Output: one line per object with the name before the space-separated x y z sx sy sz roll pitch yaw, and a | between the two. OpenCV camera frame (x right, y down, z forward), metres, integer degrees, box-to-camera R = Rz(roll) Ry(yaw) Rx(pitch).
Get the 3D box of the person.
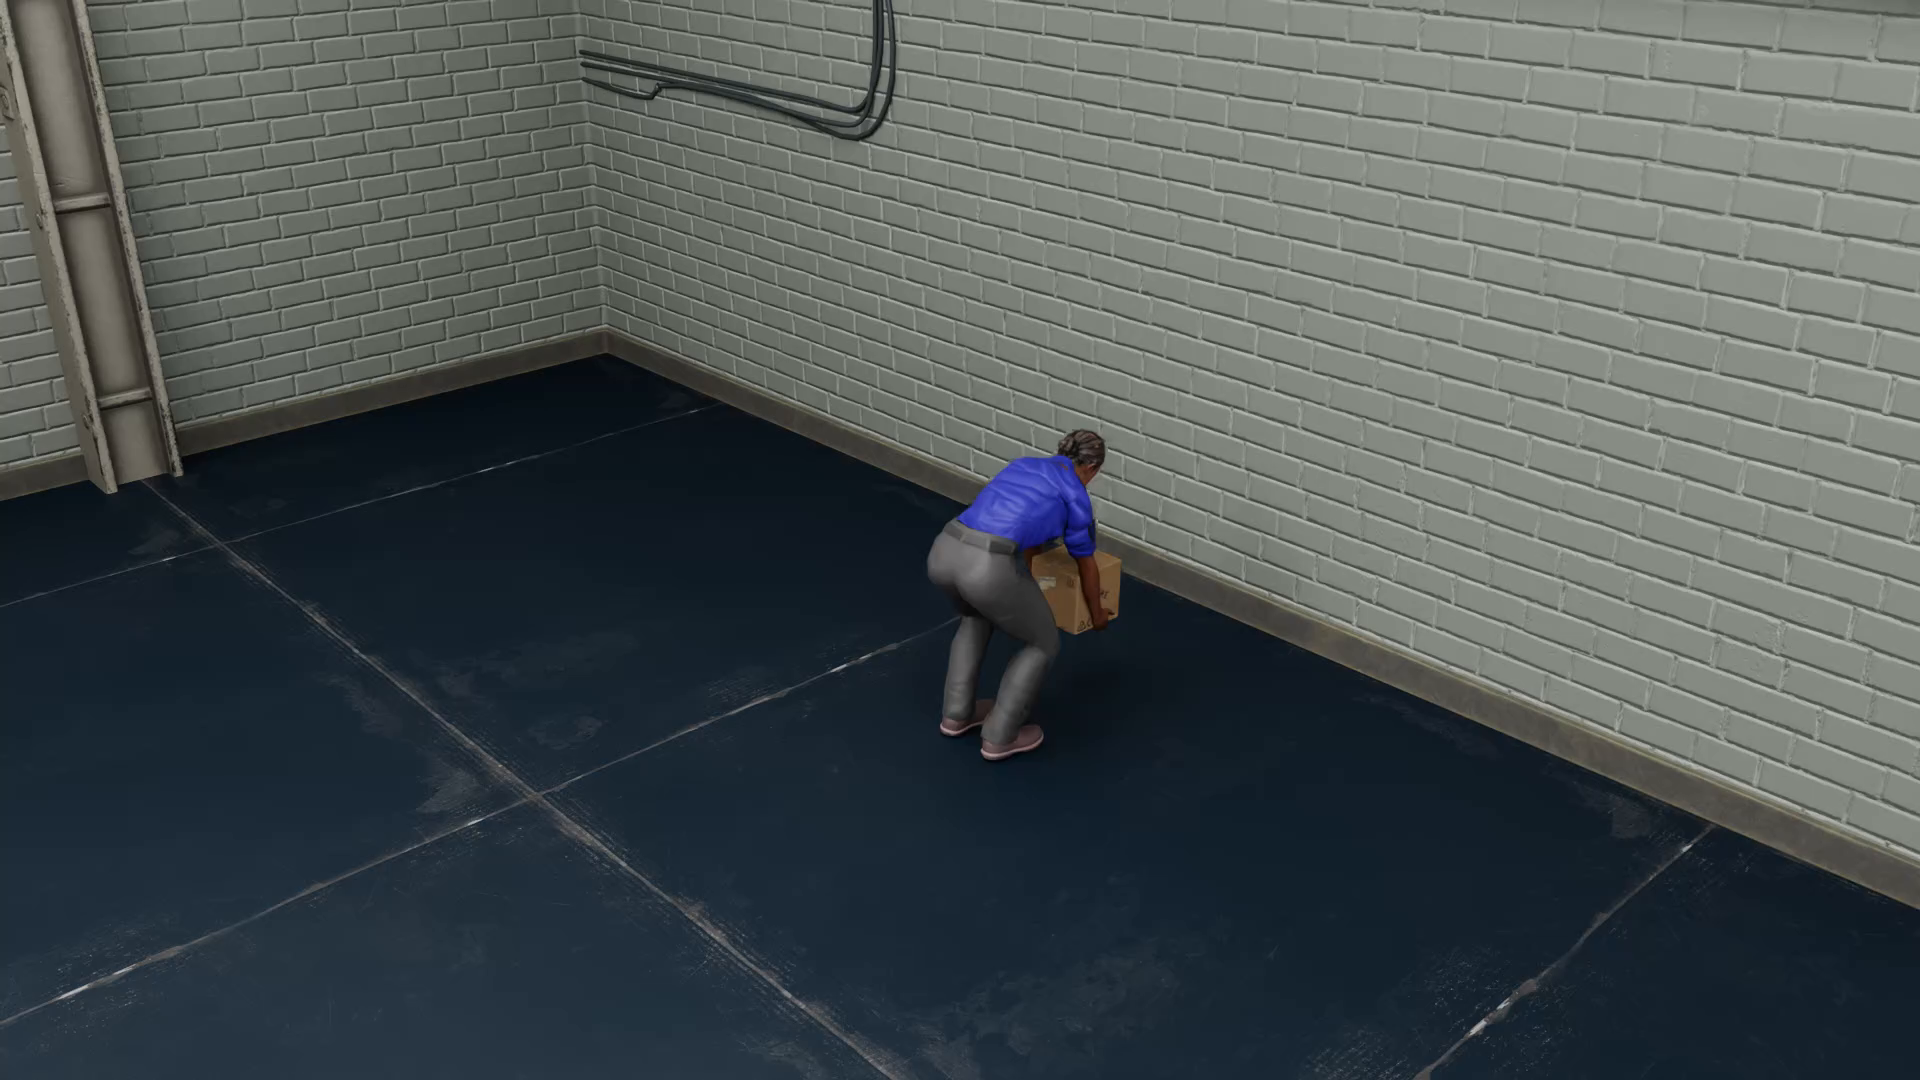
person | 0.248 0.198 6.326 0.446 1.123 0.847 22 33 40
